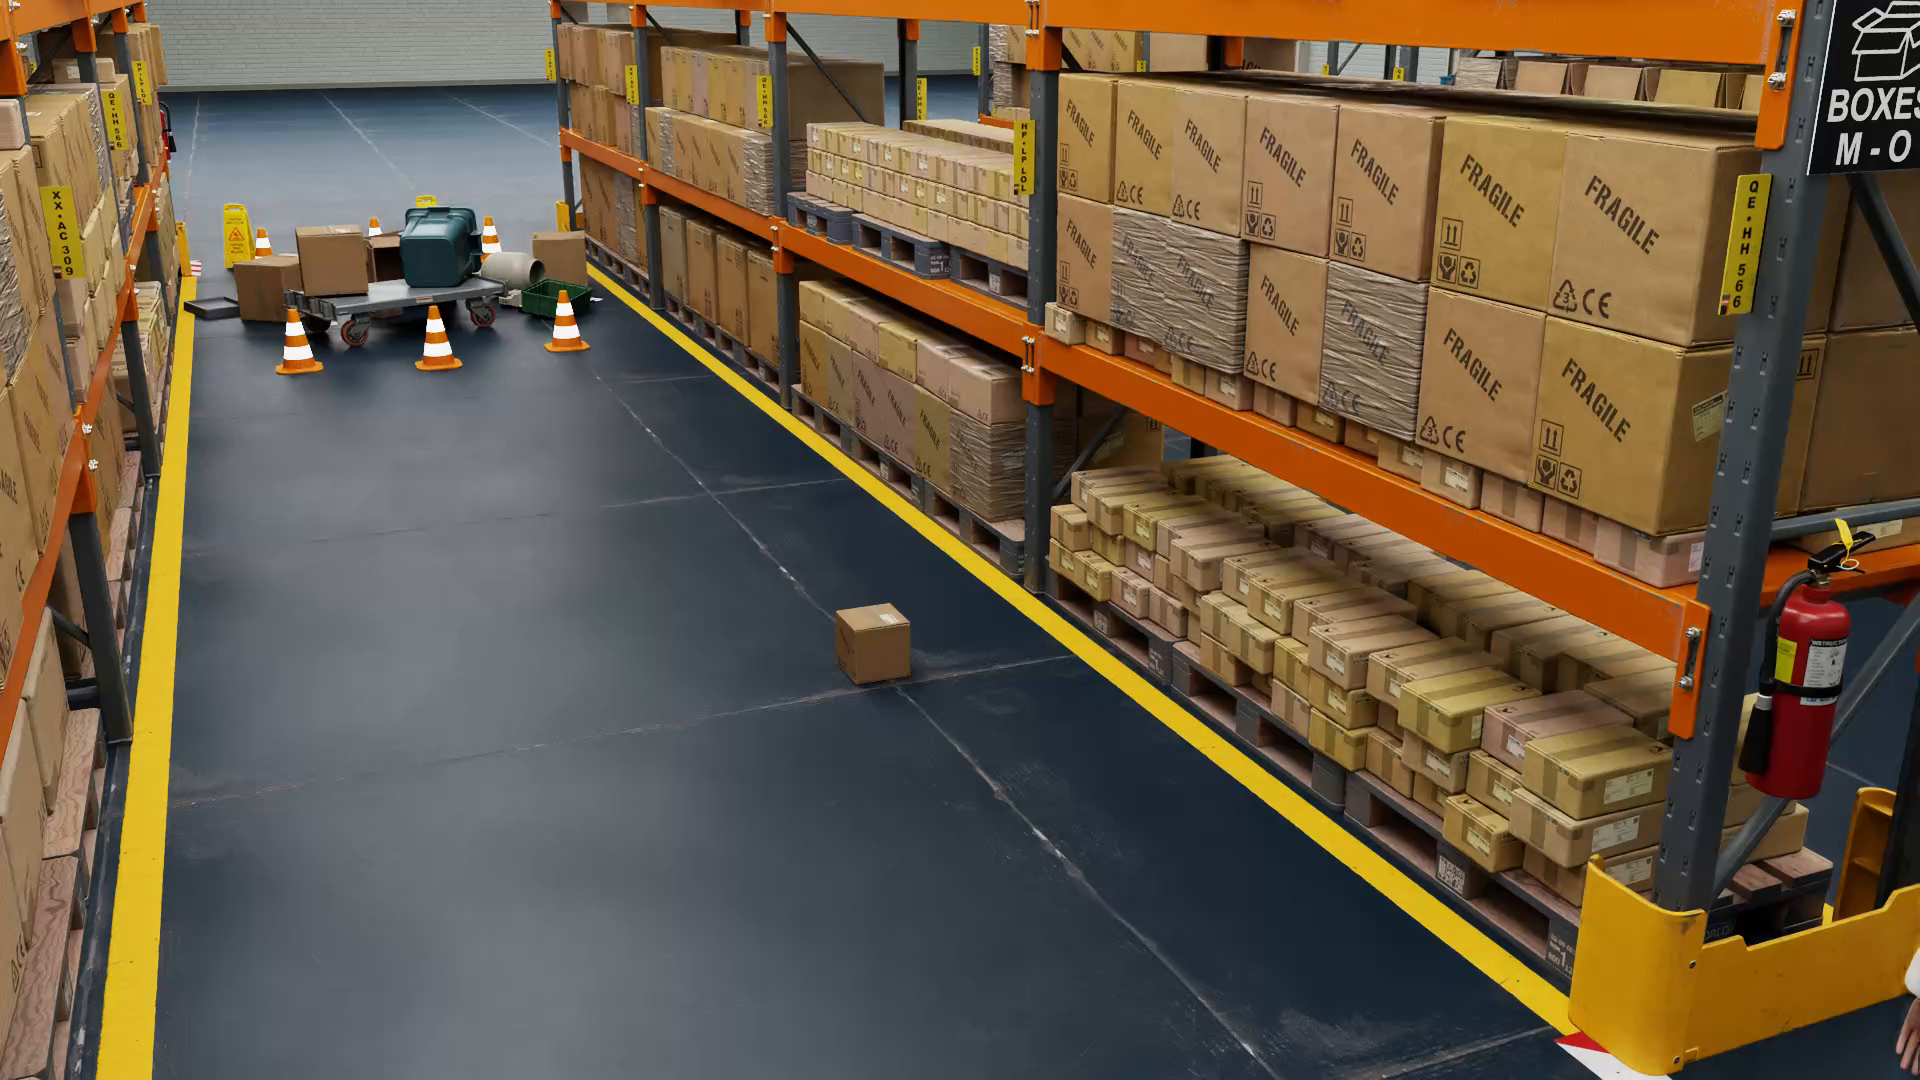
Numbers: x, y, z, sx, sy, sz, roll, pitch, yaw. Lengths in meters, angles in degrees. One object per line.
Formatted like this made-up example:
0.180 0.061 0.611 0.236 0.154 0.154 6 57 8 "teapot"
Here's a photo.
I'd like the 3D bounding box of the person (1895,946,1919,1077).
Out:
2.175 0.993 3.104 1.081 1.710 0.659 3 19 8 "person"
